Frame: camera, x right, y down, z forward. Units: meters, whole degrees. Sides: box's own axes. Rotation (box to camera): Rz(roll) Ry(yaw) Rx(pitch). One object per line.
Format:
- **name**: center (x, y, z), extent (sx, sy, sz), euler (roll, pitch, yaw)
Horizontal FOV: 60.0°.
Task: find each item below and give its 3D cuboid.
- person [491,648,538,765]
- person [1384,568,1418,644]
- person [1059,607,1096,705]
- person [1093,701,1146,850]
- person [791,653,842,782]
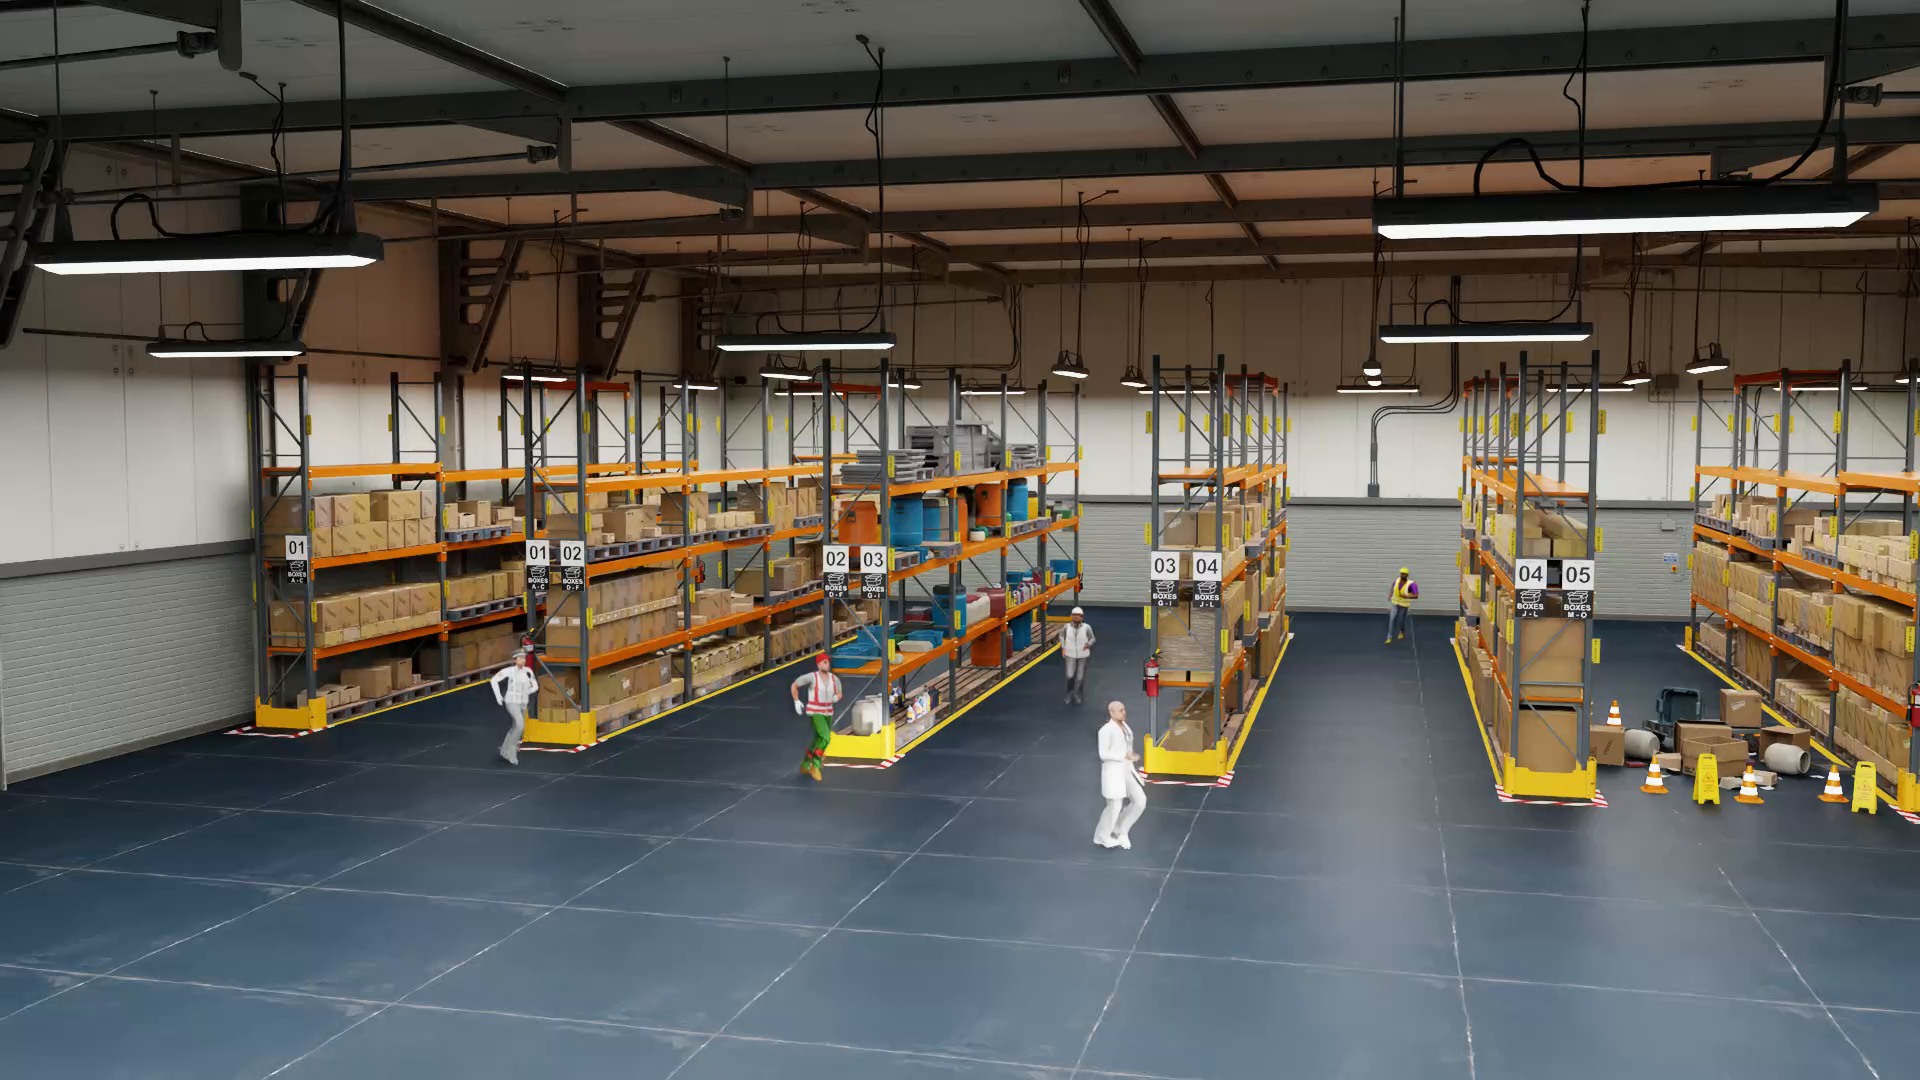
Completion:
- **person**: center (-6.594, 2.458, 24.784), extent (0.644, 1.701, 0.601), euler (3, 5, 37)
- **person**: center (10.173, 1.504, 38.201), extent (0.738, 1.743, 0.922), euler (3, 5, 38)
- **person**: center (2.092, 2.077, 29.672), extent (0.661, 1.759, 0.677), euler (0, 4, 4)
- **person**: center (1.901, 2.778, 19.550), extent (0.754, 1.778, 0.674), euler (4, 5, 44)
- **person**: center (-1.976, 2.485, 23.551), extent (0.706, 1.768, 0.664), euler (4, 6, 44)
